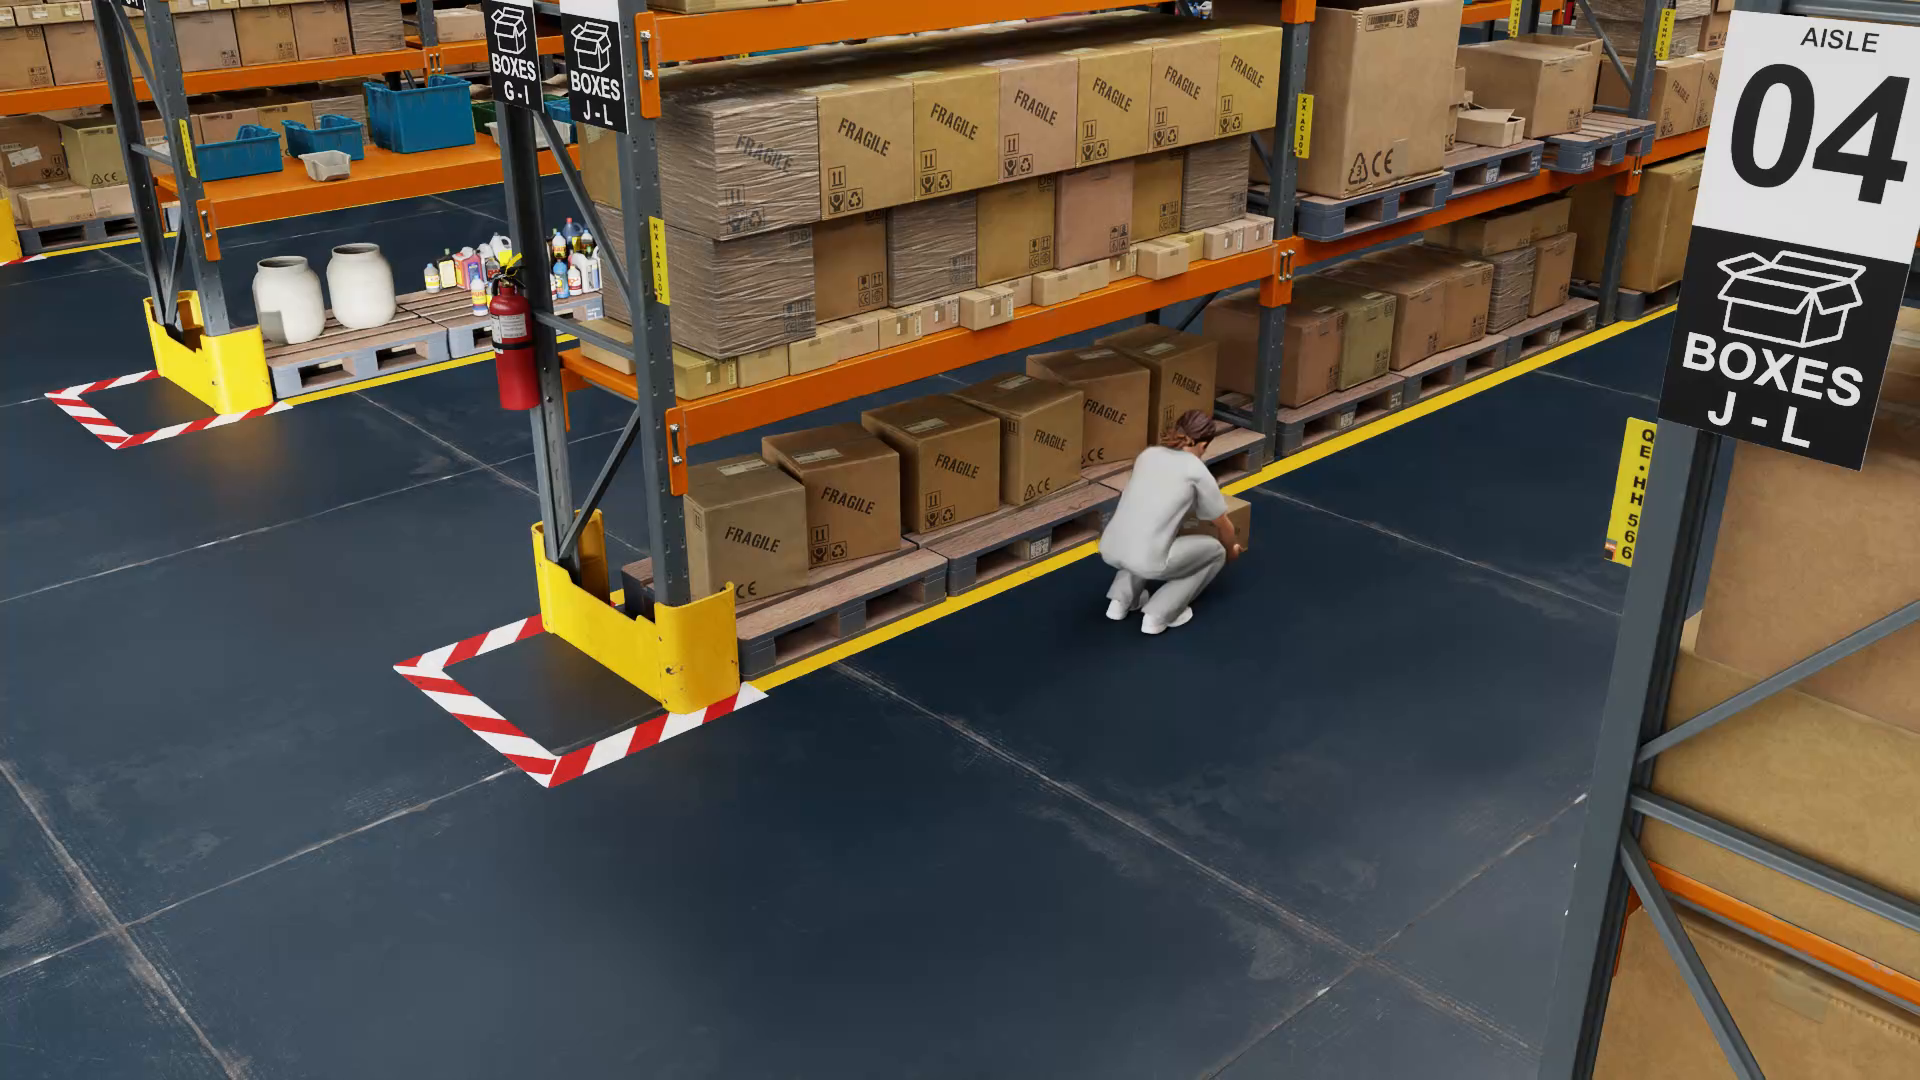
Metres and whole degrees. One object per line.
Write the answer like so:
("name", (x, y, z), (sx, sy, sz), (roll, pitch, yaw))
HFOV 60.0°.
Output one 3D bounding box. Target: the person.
("person", (0.977, -0.101, 7.733), (0.800, 0.935, 0.479), (-22, 32, -39))
